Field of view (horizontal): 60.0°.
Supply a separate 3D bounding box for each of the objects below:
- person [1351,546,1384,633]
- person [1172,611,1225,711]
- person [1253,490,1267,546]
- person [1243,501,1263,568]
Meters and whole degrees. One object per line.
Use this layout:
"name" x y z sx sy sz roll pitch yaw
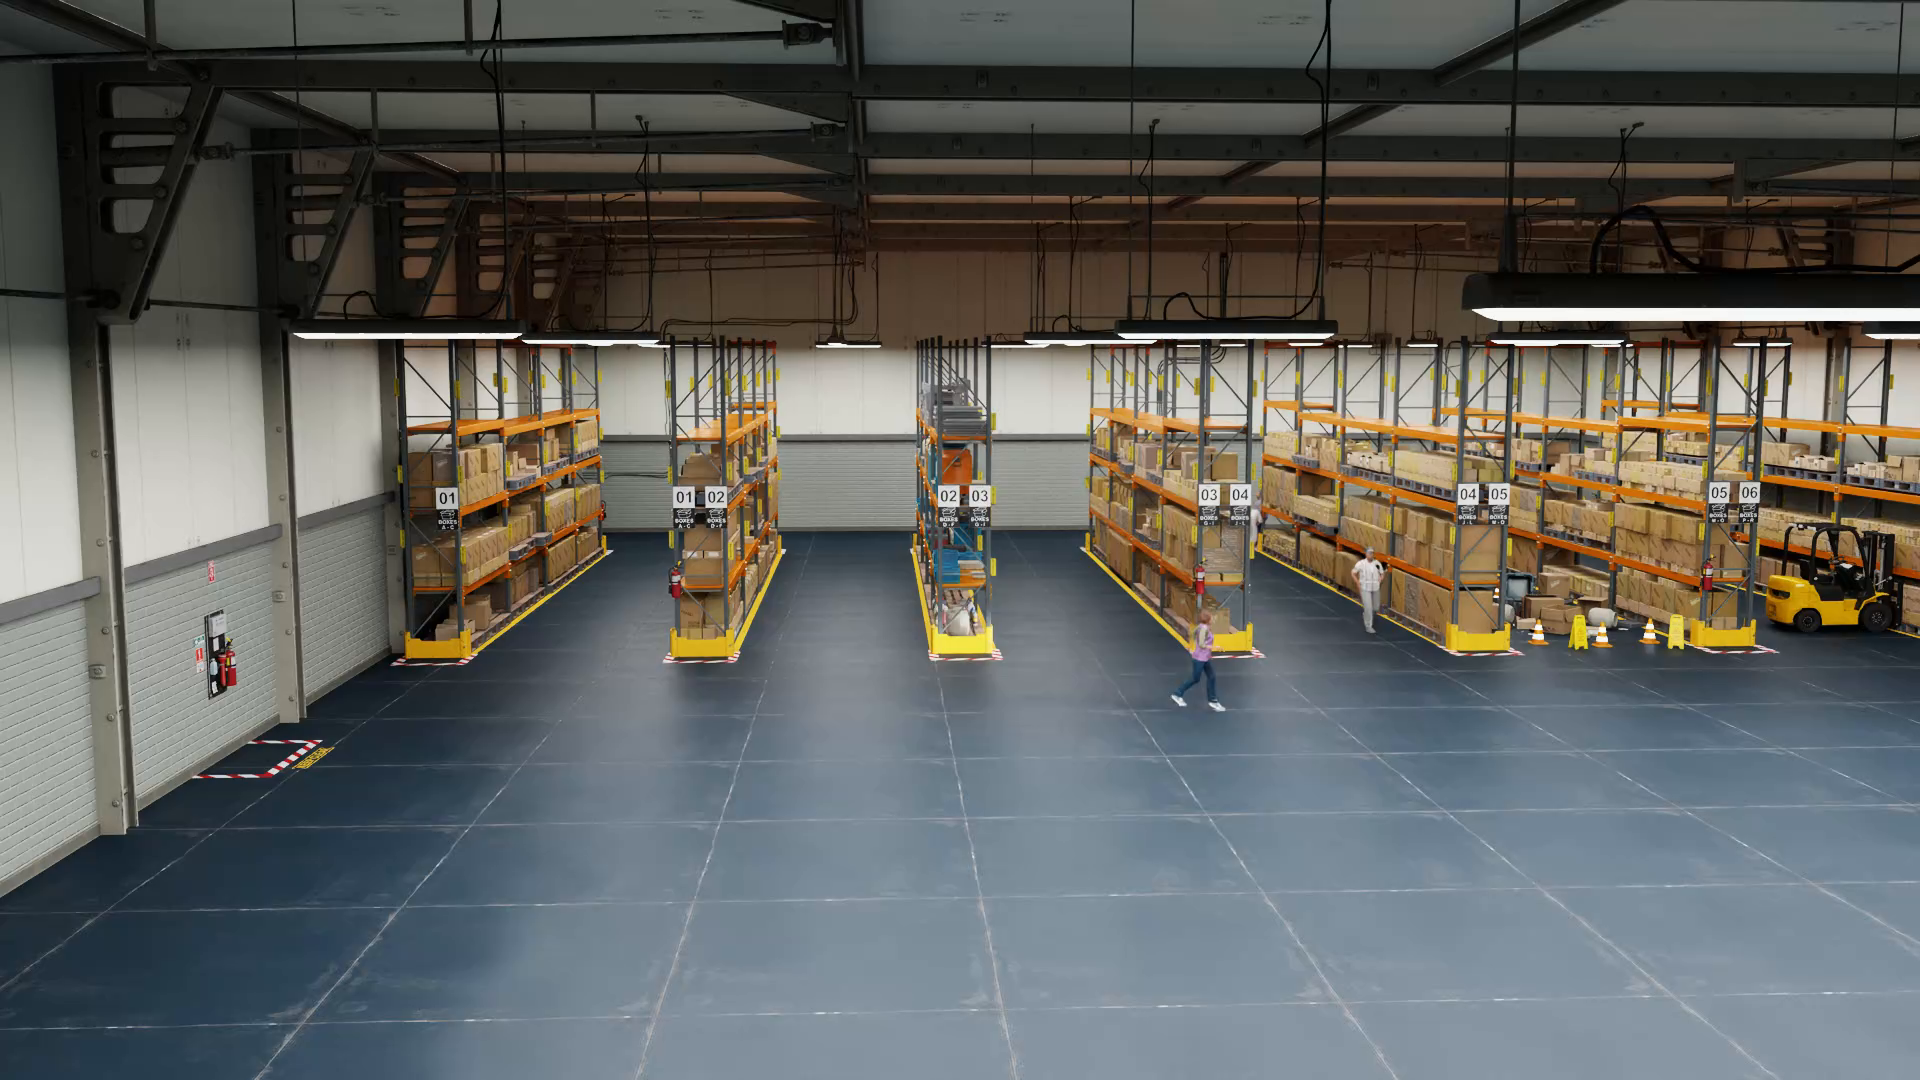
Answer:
"person" 8.367 0.991 34.034 0.675 1.747 0.808 -1 7 -8
"person" 3.809 1.921 26.519 0.843 1.616 0.509 2 7 19
"person" 8.900 -0.635 49.058 0.781 1.675 0.662 -1 7 -9
"person" 7.696 -0.056 44.158 0.670 1.625 0.783 0 6 -2
